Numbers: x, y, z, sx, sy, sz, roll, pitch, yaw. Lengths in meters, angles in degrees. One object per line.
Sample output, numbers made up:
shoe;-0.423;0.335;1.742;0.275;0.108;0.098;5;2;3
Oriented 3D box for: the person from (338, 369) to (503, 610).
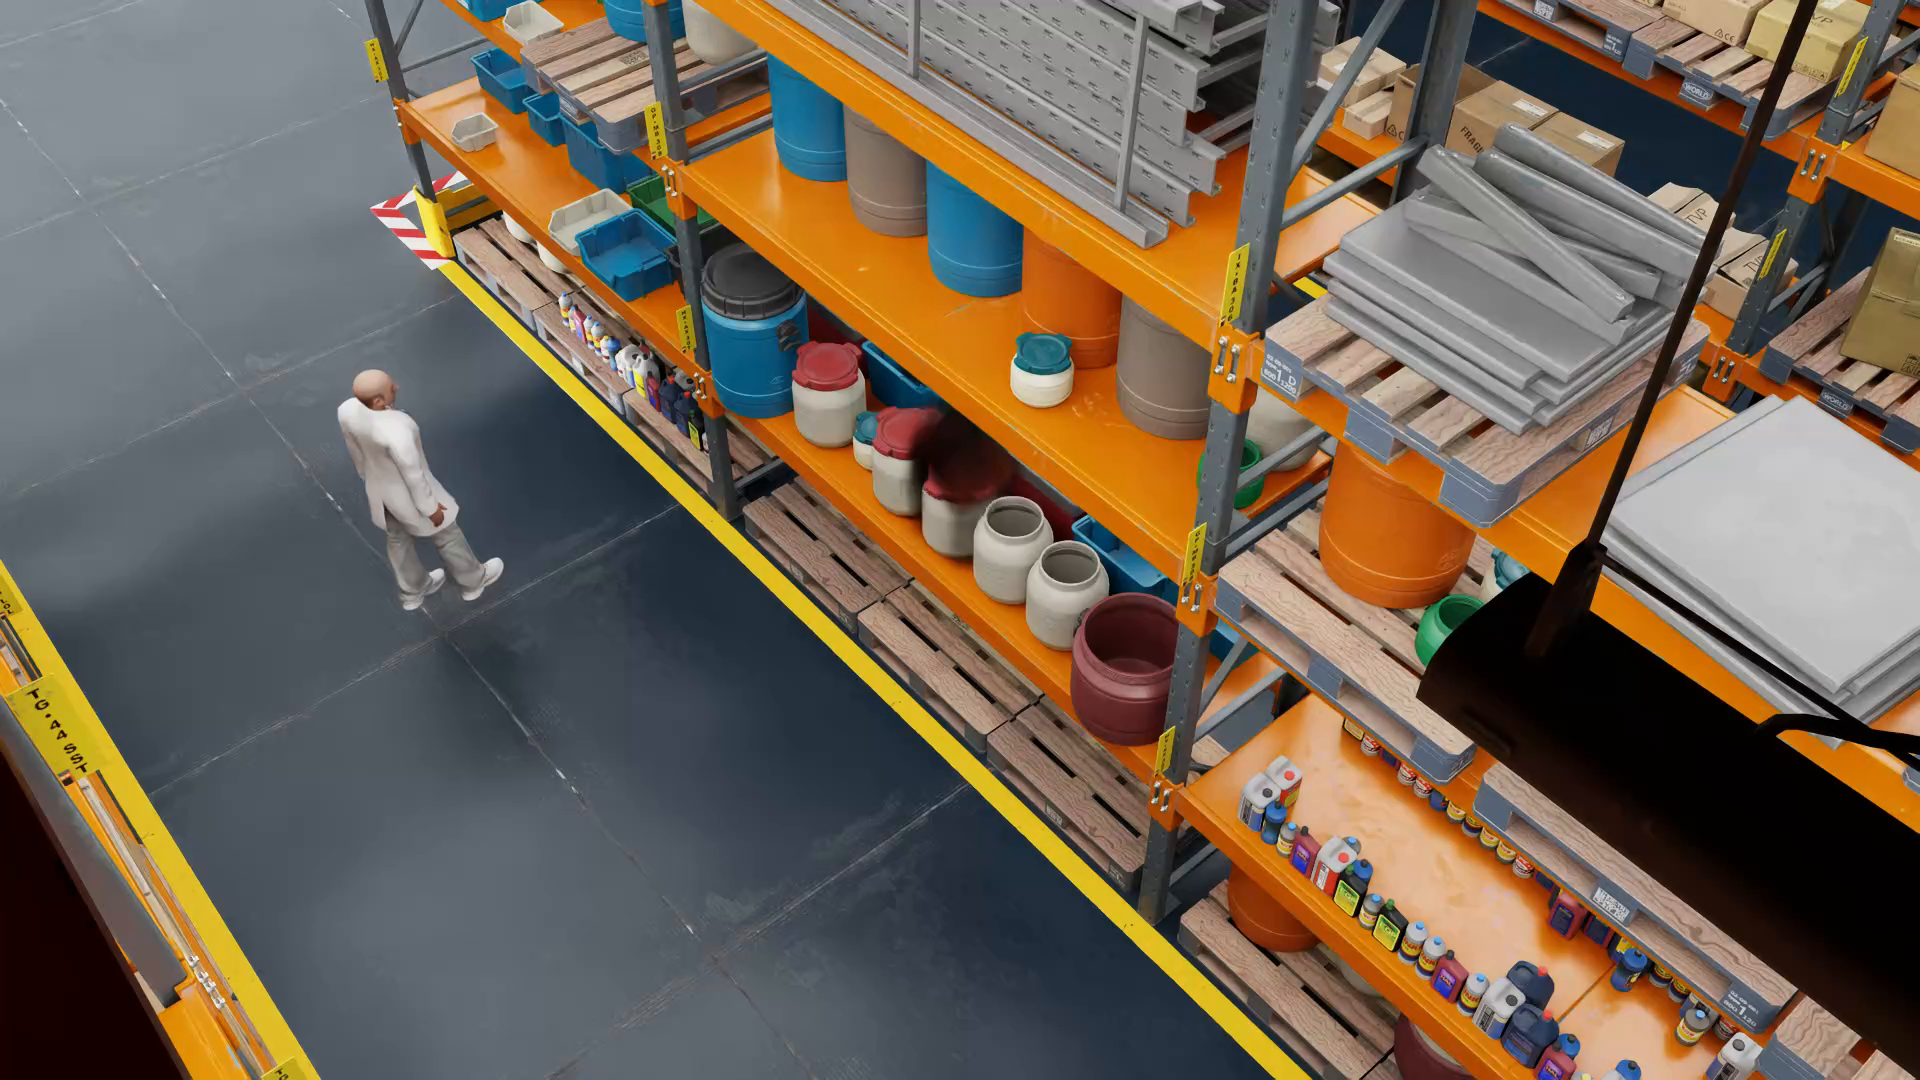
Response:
person;-3.184;-0.337;9.666;0.600;1.797;0.615;22;50;19
